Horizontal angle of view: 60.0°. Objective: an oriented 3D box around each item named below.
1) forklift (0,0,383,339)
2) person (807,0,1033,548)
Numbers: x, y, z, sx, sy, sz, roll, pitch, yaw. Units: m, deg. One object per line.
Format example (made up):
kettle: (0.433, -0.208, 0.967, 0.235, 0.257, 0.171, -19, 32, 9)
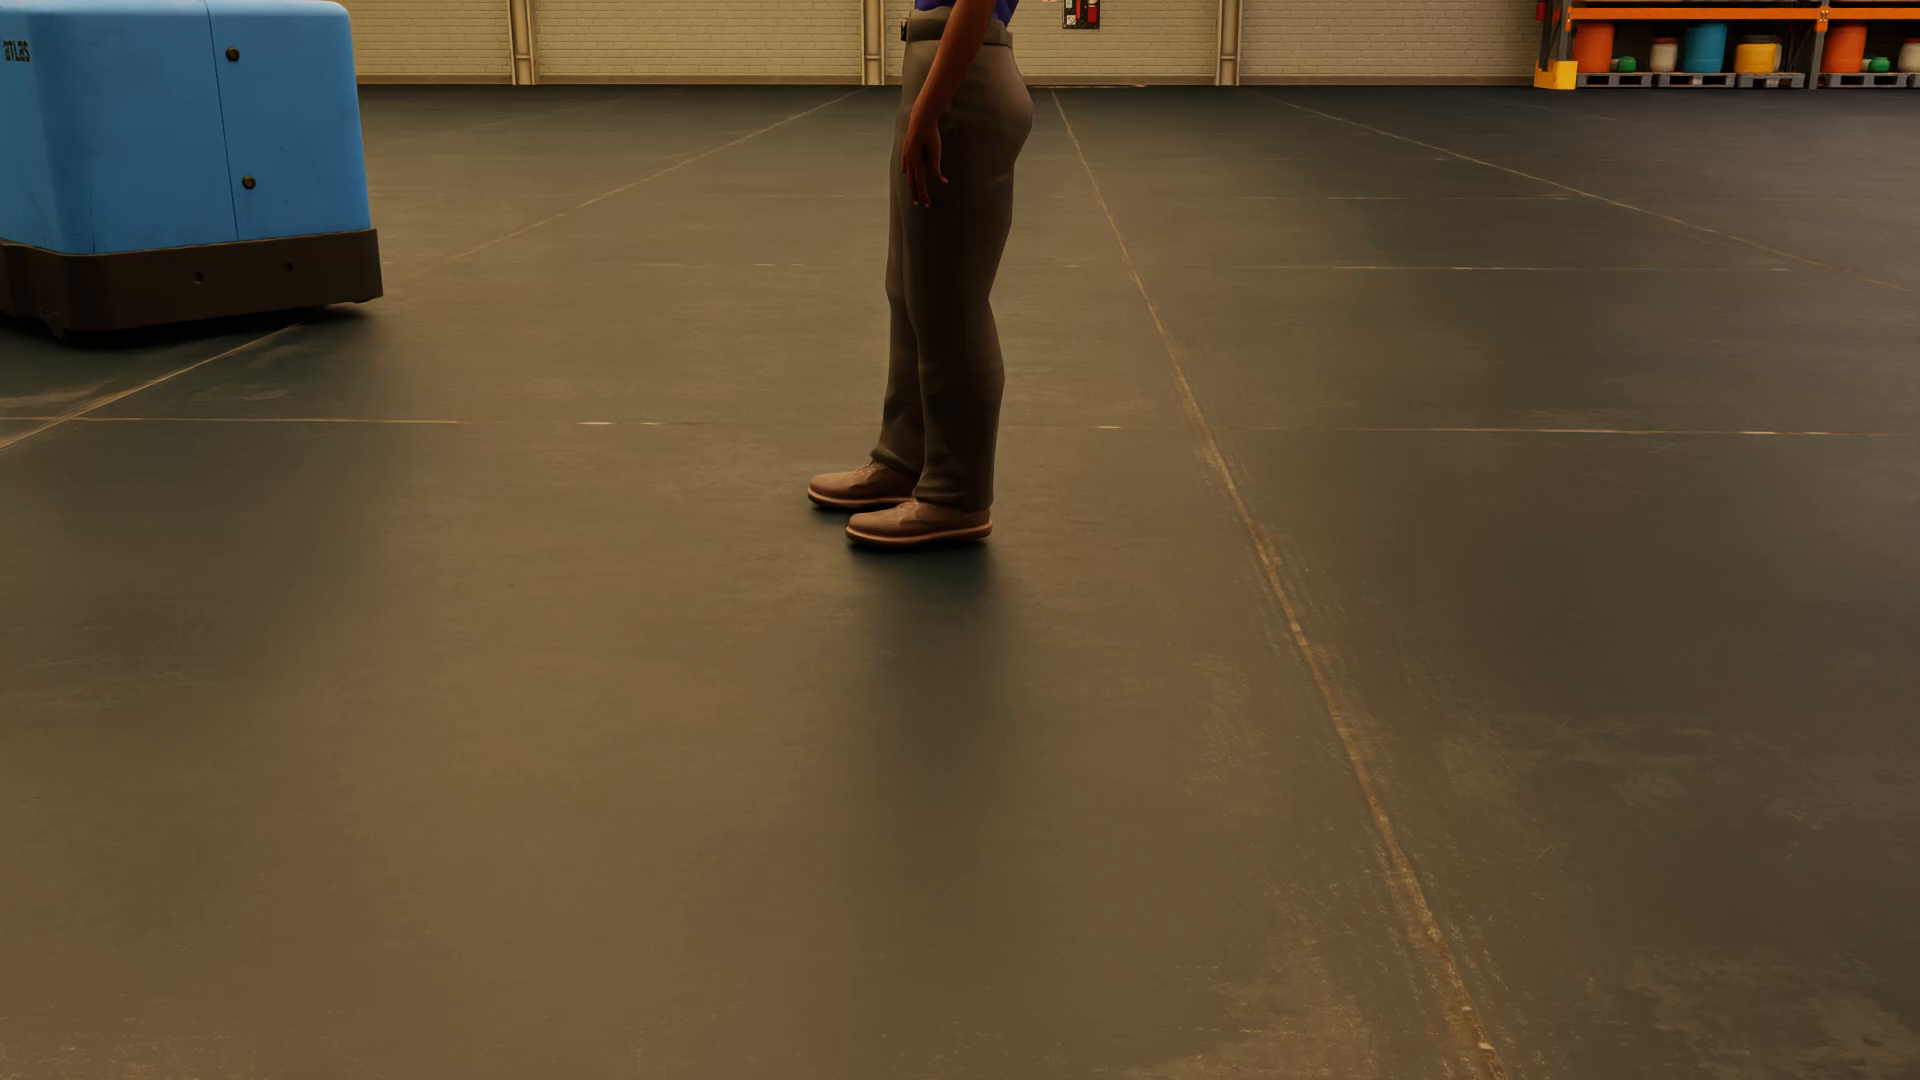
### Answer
forklift: (-3.471, -2.397, 6.149, 3.031, 2.935, 1.130, 16, 23, 41)
person: (-0.087, -0.804, 3.146, 0.503, 1.656, 0.569, 1, 17, 2)
